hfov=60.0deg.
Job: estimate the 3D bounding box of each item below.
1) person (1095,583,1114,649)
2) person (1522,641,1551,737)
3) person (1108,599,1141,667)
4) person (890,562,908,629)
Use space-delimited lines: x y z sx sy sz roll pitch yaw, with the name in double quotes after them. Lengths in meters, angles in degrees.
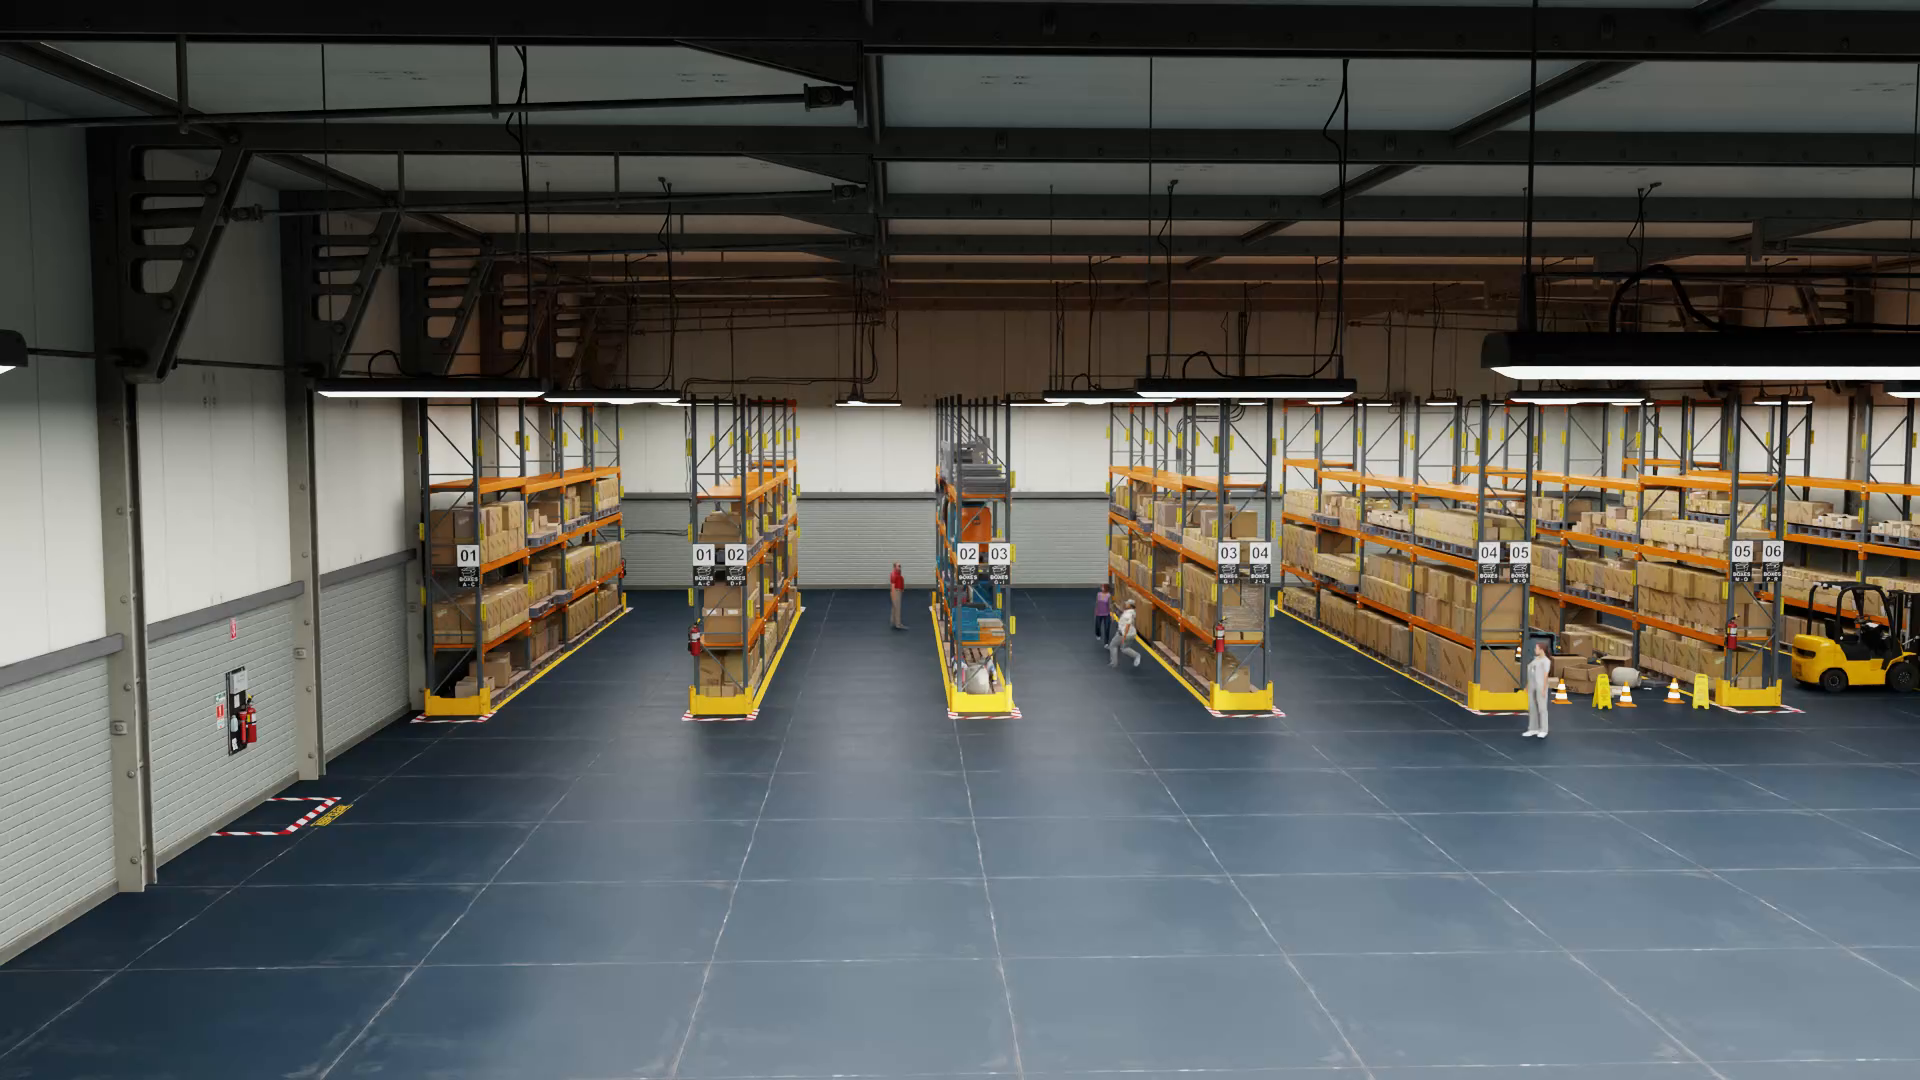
3.450 1.799 39.803 0.432 1.574 0.569 0 4 1 "person"
10.095 2.610 29.068 0.379 1.700 0.528 -3 5 -29 "person"
3.597 2.066 36.754 0.811 1.547 0.517 3 5 34 "person"
-1.584 1.441 43.506 0.532 1.739 0.559 1 5 11 "person"
